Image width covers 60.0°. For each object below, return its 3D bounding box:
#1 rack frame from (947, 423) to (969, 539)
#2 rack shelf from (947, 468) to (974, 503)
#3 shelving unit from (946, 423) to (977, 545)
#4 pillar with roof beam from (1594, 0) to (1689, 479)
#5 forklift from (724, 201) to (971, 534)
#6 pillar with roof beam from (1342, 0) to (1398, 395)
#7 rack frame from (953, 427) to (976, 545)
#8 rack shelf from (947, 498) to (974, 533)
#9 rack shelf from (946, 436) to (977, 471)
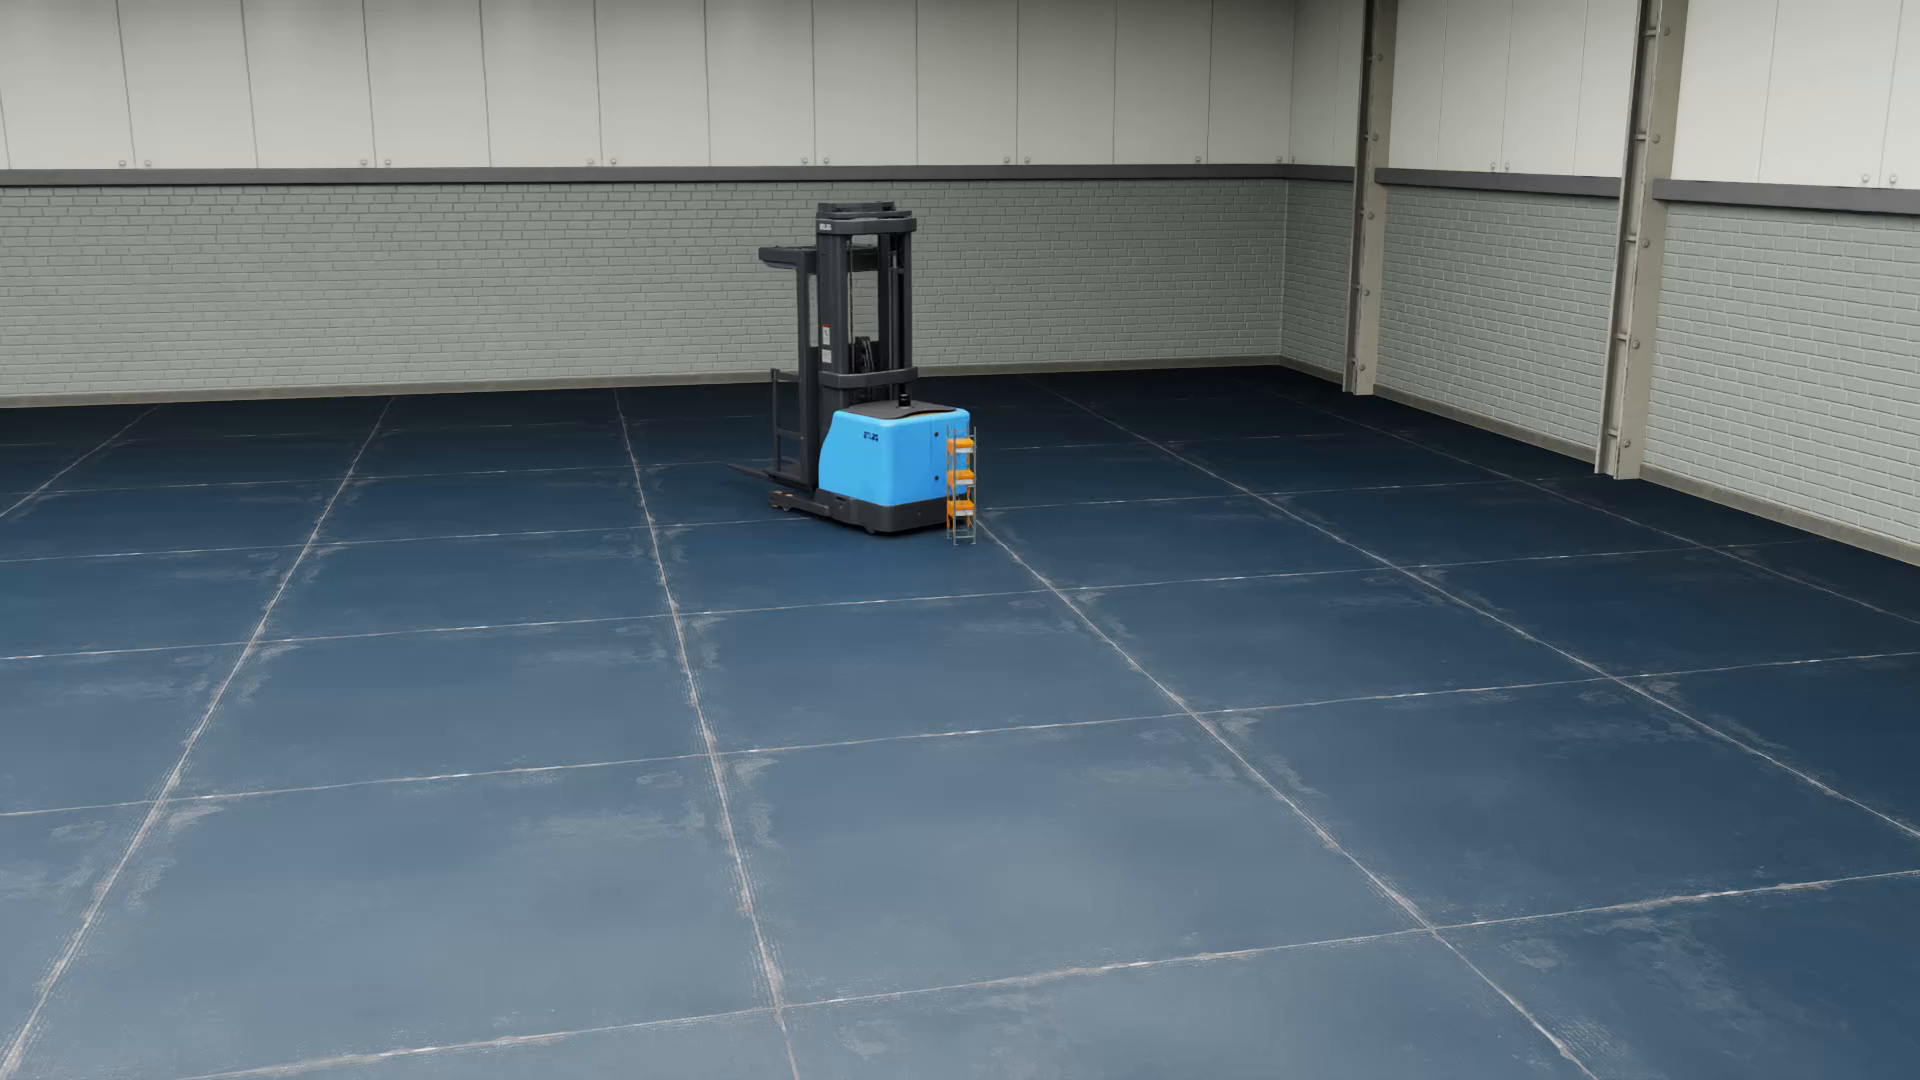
[{"bbox_3d":[-0.016,-0.526,14.867,0.200,1.050,0.008,-3,14,-13],"label":"rack frame"},{"bbox_3d":[0.013,-0.487,14.754,0.215,0.259,0.240,-3,14,-13],"label":"rack shelf"},{"bbox_3d":[0.013,-0.498,14.752,0.215,1.050,0.252,-3,14,-13],"label":"shelving unit"},{"bbox_3d":[2.841,-4.824,15.711,9.100,9.000,0.400,-3,14,-13],"label":"pillar with roof beam"},{"bbox_3d":[-1.219,-1.769,15.992,1.130,2.935,3.031,-11,18,-38],"label":"forklift"},{"bbox_3d":[1.432,-6.208,21.377,9.100,9.000,0.400,-3,14,-13],"label":"pillar with roof beam"},{"bbox_3d":[0.041,-0.470,14.637,0.200,1.050,0.008,-3,14,-13],"label":"rack frame"},{"bbox_3d":[0.013,-0.217,14.820,0.215,0.259,0.240,-3,14,-13],"label":"rack shelf"},{"bbox_3d":[0.013,-0.763,14.687,0.215,0.259,0.240,-3,14,-13],"label":"rack shelf"}]
